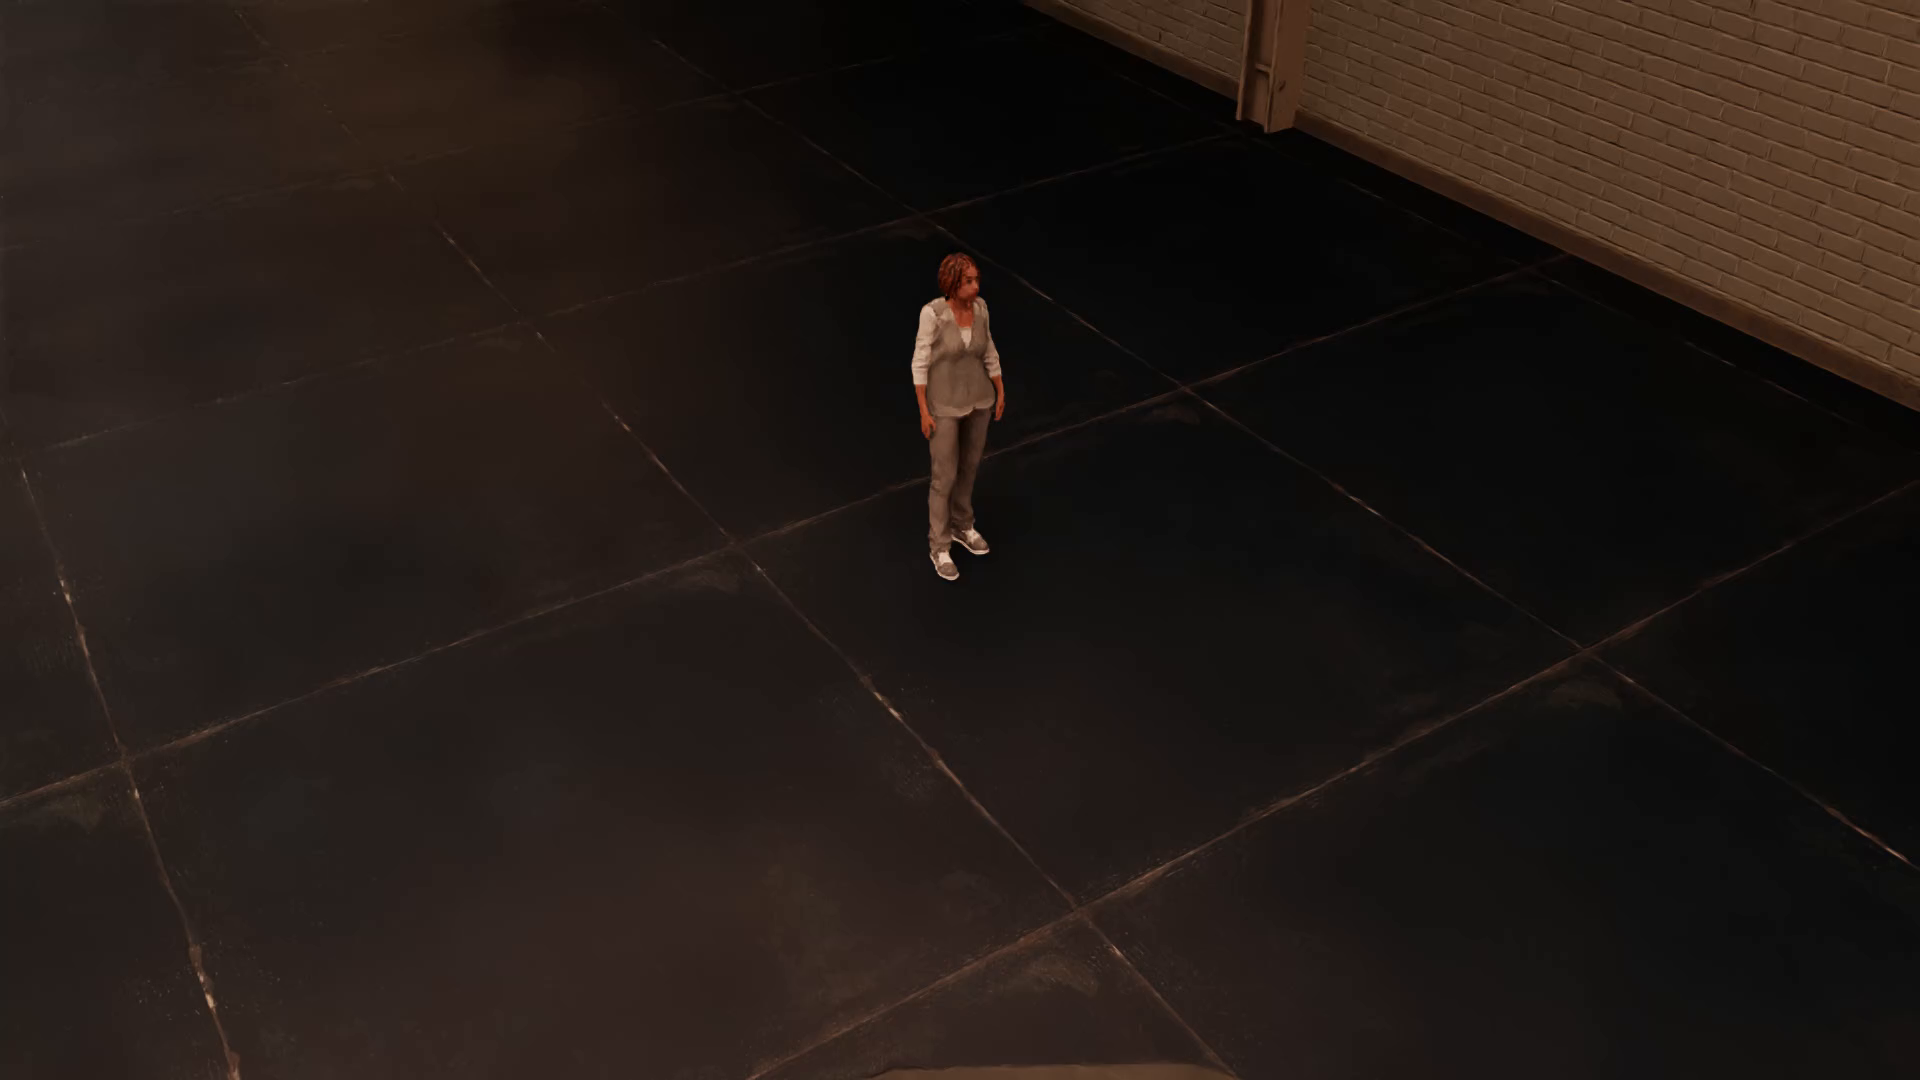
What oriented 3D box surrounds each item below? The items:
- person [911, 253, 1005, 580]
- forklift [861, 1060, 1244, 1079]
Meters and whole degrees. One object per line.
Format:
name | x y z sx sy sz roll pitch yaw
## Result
person | 0.029 -0.619 8.176 0.521 1.597 0.473 -21 40 -27
forklift | 0.148 2.393 2.742 1.130 2.935 3.031 -1 35 -1
